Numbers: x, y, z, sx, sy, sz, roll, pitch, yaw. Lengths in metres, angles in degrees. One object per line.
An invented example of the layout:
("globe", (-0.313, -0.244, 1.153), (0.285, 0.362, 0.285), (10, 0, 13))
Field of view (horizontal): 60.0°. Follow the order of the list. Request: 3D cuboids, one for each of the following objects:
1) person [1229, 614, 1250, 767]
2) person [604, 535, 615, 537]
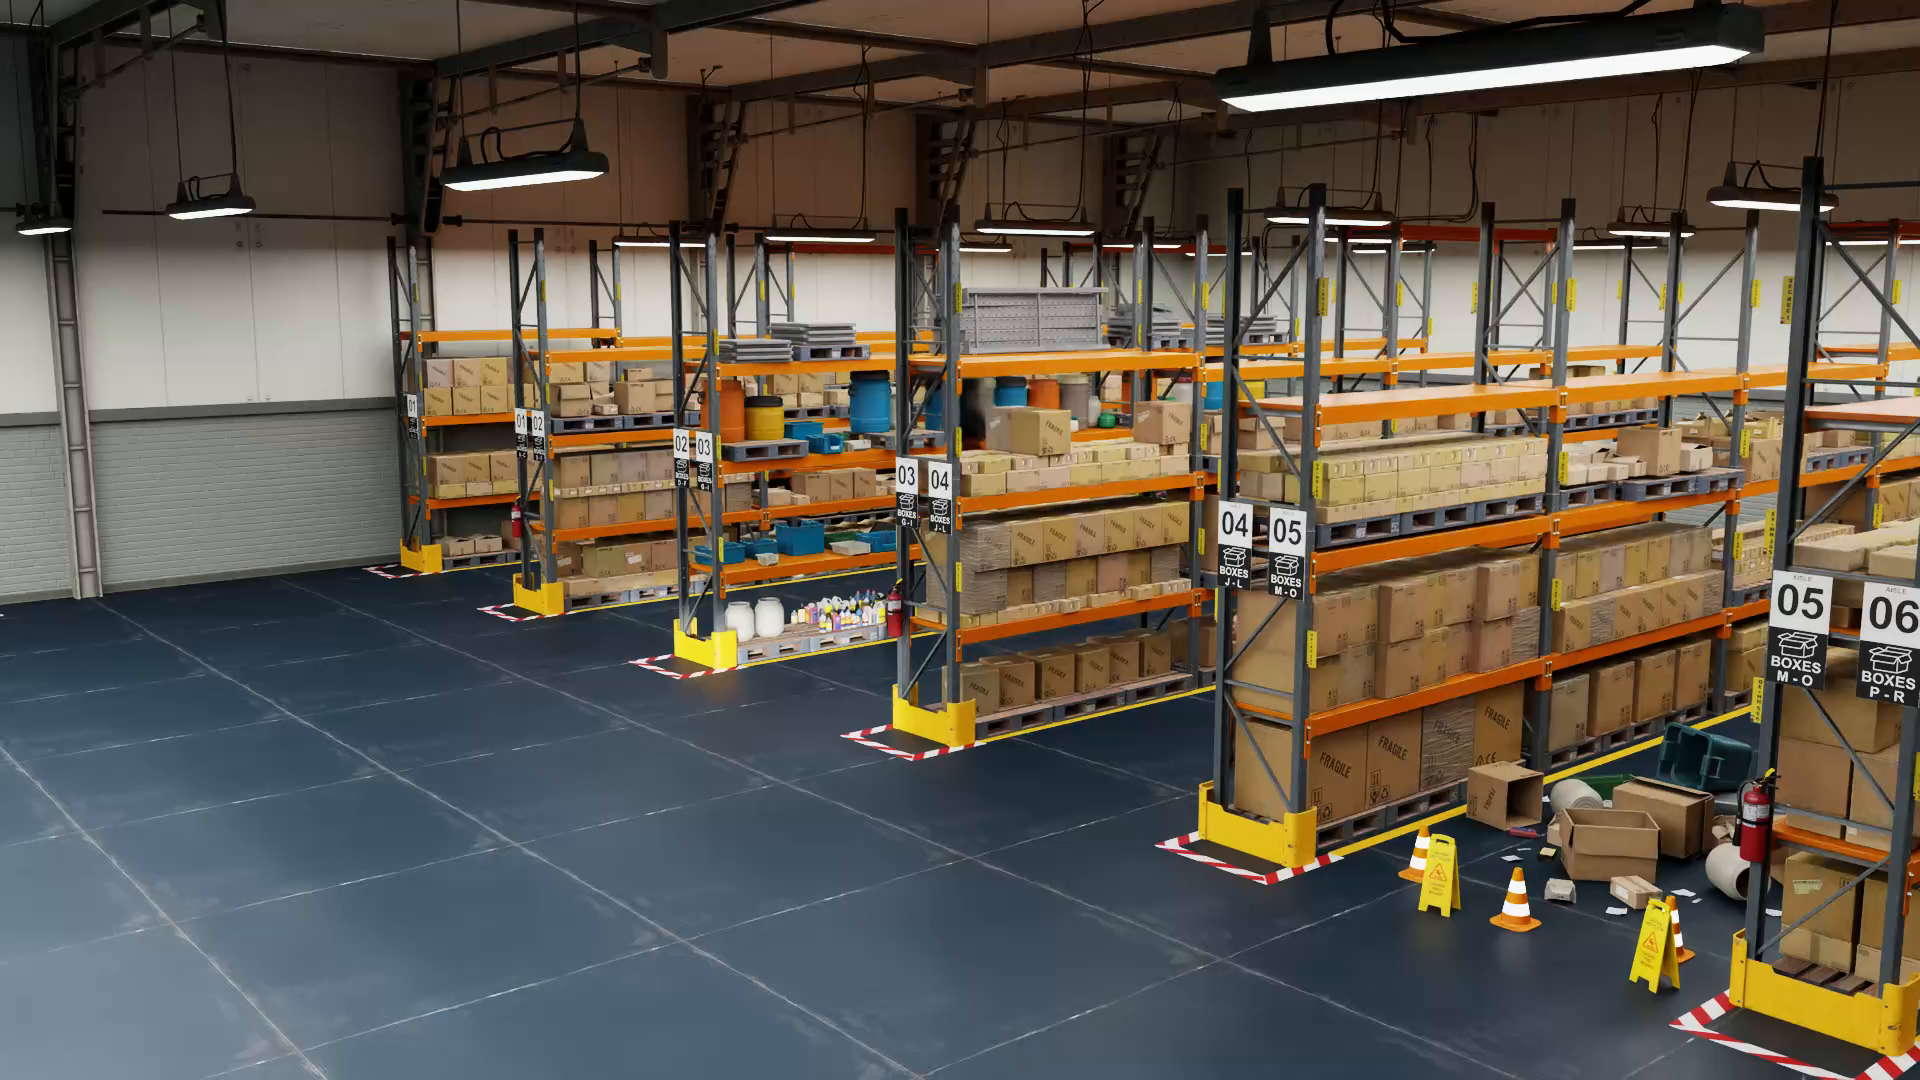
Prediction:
("person", (3.083, 1.611, 17.856), (0.654, 1.737, 0.960), (6, 11, 35))
("person", (-6.291, -0.236, 29.962), (0.617, 1.662, 0.560), (8, 12, 41))
